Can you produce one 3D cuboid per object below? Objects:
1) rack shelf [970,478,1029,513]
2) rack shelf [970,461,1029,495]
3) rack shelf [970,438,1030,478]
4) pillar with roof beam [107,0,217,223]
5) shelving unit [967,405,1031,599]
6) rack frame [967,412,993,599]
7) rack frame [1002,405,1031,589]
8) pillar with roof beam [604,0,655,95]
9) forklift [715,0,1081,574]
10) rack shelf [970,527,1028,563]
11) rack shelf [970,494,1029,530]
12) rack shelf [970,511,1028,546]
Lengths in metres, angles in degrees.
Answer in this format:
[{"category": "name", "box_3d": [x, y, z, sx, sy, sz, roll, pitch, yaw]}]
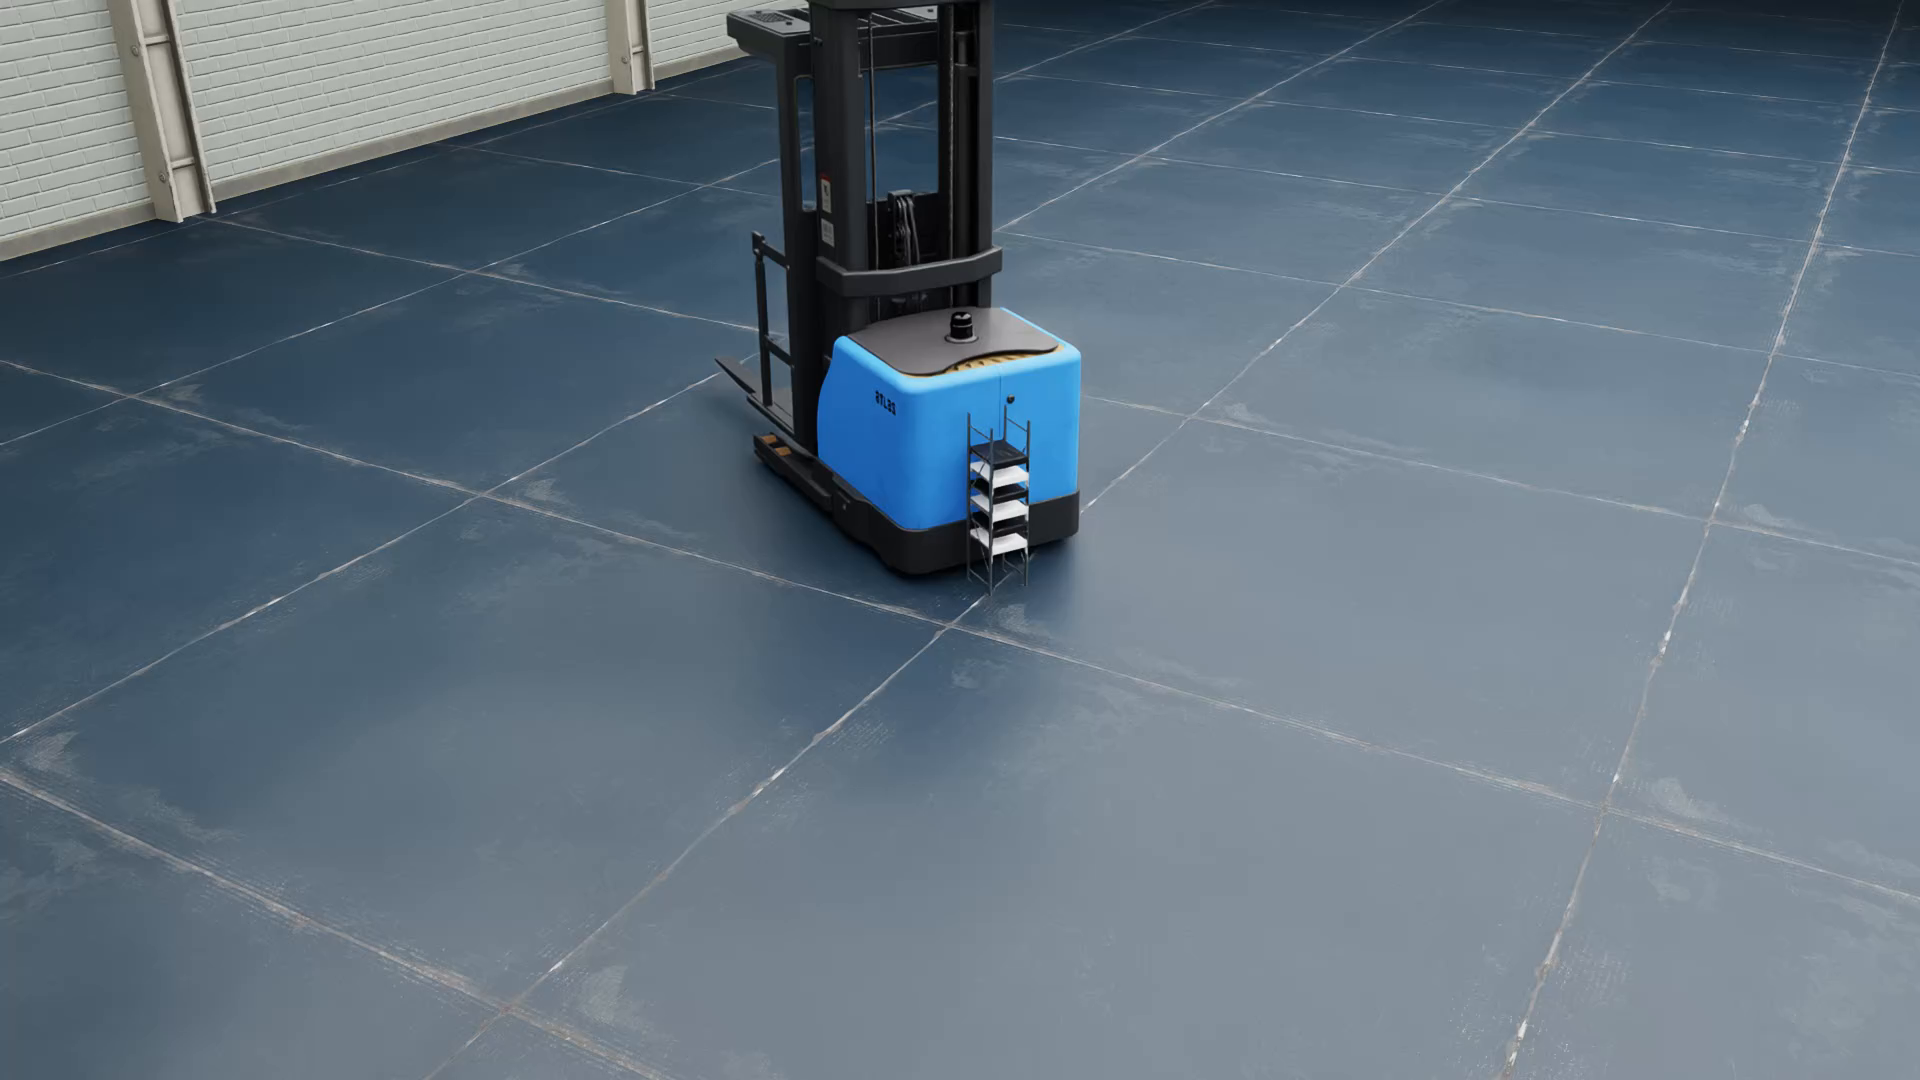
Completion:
[{"category": "rack shelf", "box_3d": [0.184, -0.235, 8.087, 0.200, 0.077, 0.258, -14, 30, -26]}, {"category": "rack shelf", "box_3d": [0.184, -0.315, 8.046, 0.200, 0.077, 0.258, -14, 30, -26]}, {"category": "rack shelf", "box_3d": [0.184, -0.396, 8.006, 0.200, 0.077, 0.258, -14, 30, -26]}, {"category": "pillar with roof beam", "box_3d": [-2.937, -5.885, 10.452, 9.100, 9.000, 0.400, 14, 30, 26]}, {"category": "shelving unit", "box_3d": [0.184, -0.184, 8.112, 0.210, 0.900, 0.258, -14, 30, -26]}, {"category": "rack frame", "box_3d": [0.095, -0.162, 8.068, 0.006, 0.900, 0.240, -14, 30, -26]}, {"category": "rack frame", "box_3d": [0.273, -0.206, 8.156, 0.006, 0.900, 0.240, -14, 30, -26]}, {"category": "pillar with roof beam", "box_3d": [0.014, -8.223, 15.124, 9.100, 9.000, 0.400, 14, 30, 26]}, {"category": "forklift", "box_3d": [-0.536, -1.765, 9.001, 1.130, 2.935, 3.031, -14, 30, -26]}, {"category": "rack shelf", "box_3d": [0.184, 0.007, 8.208, 0.200, 0.077, 0.258, -14, 30, -26]}, {"category": "rack shelf", "box_3d": [0.184, -0.154, 8.127, 0.200, 0.077, 0.258, -14, 30, -26]}, {"category": "rack shelf", "box_3d": [0.184, -0.074, 8.167, 0.200, 0.077, 0.258, -14, 30, -26]}]
